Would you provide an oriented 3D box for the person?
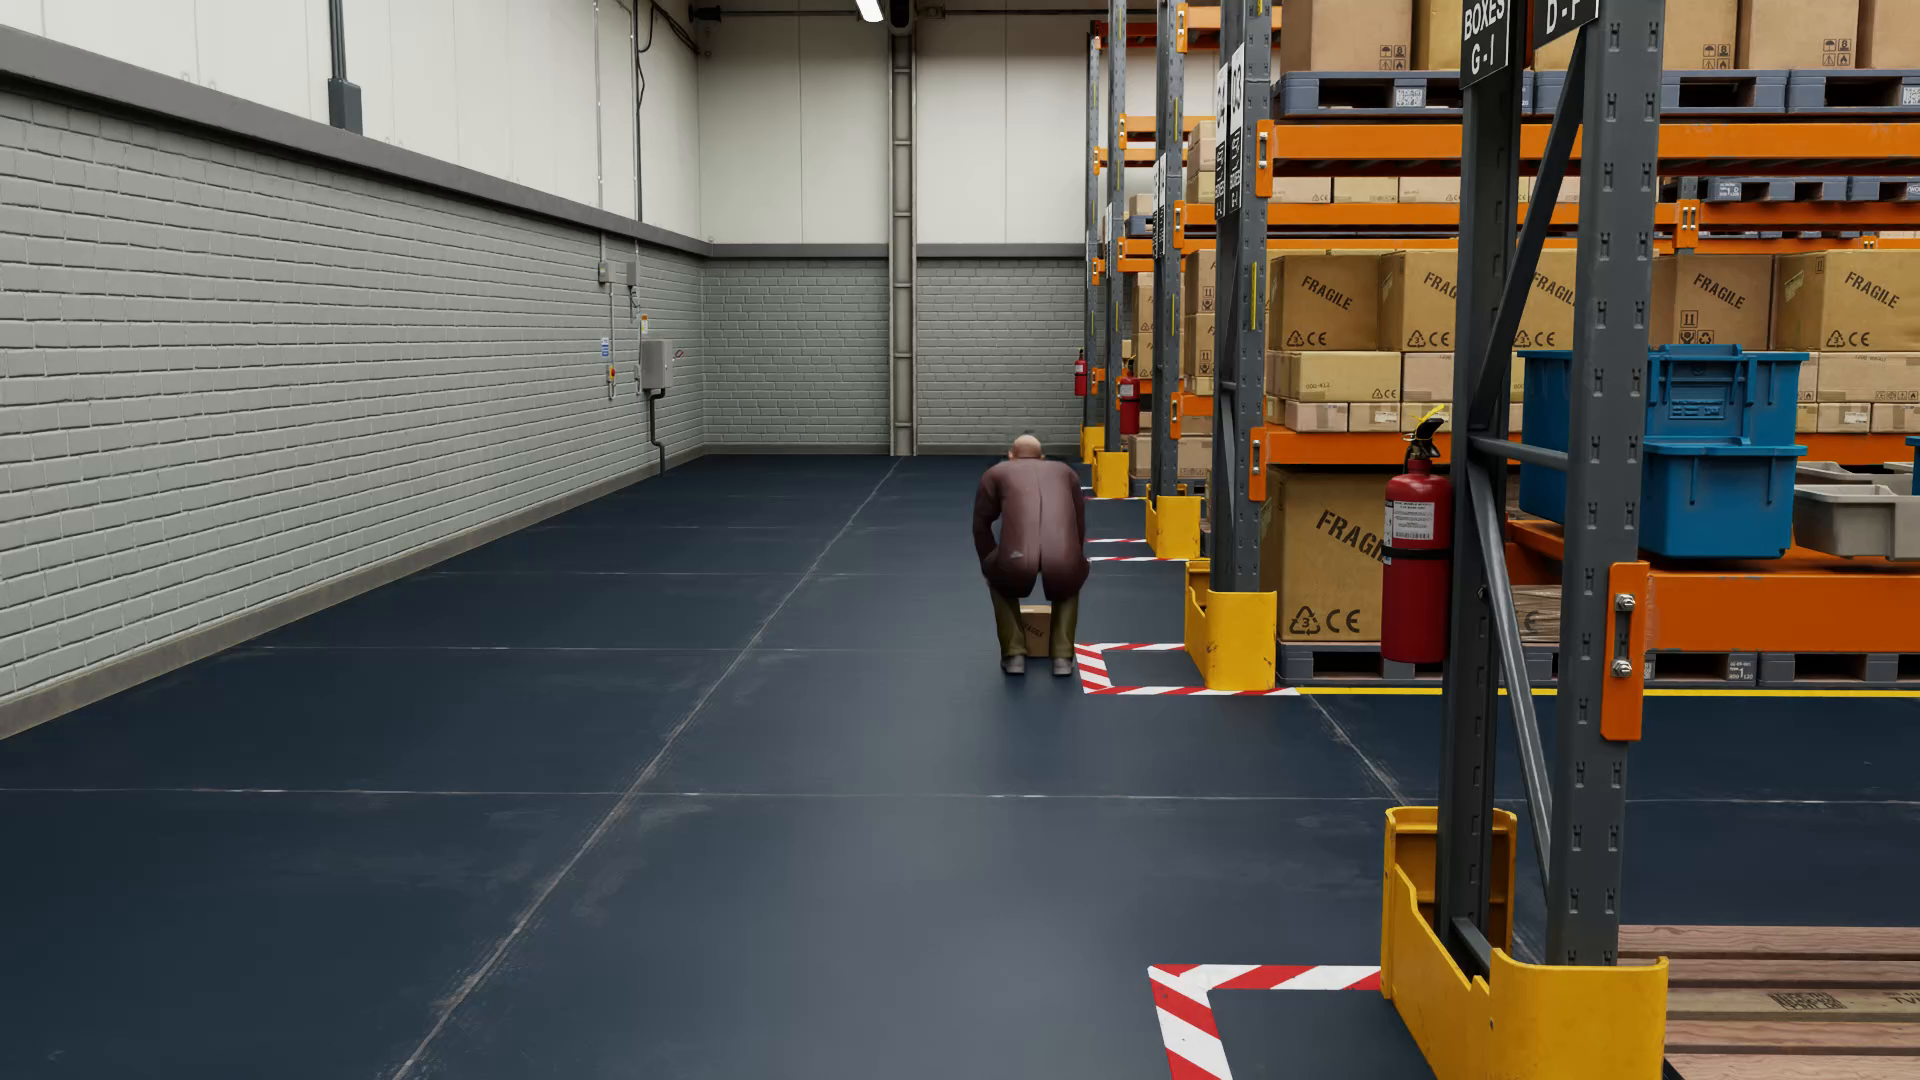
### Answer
[{"bbox_3d":[0.381,0.084,8.894,0.631,1.226,0.803,0,7,1],"label":"person"}]
